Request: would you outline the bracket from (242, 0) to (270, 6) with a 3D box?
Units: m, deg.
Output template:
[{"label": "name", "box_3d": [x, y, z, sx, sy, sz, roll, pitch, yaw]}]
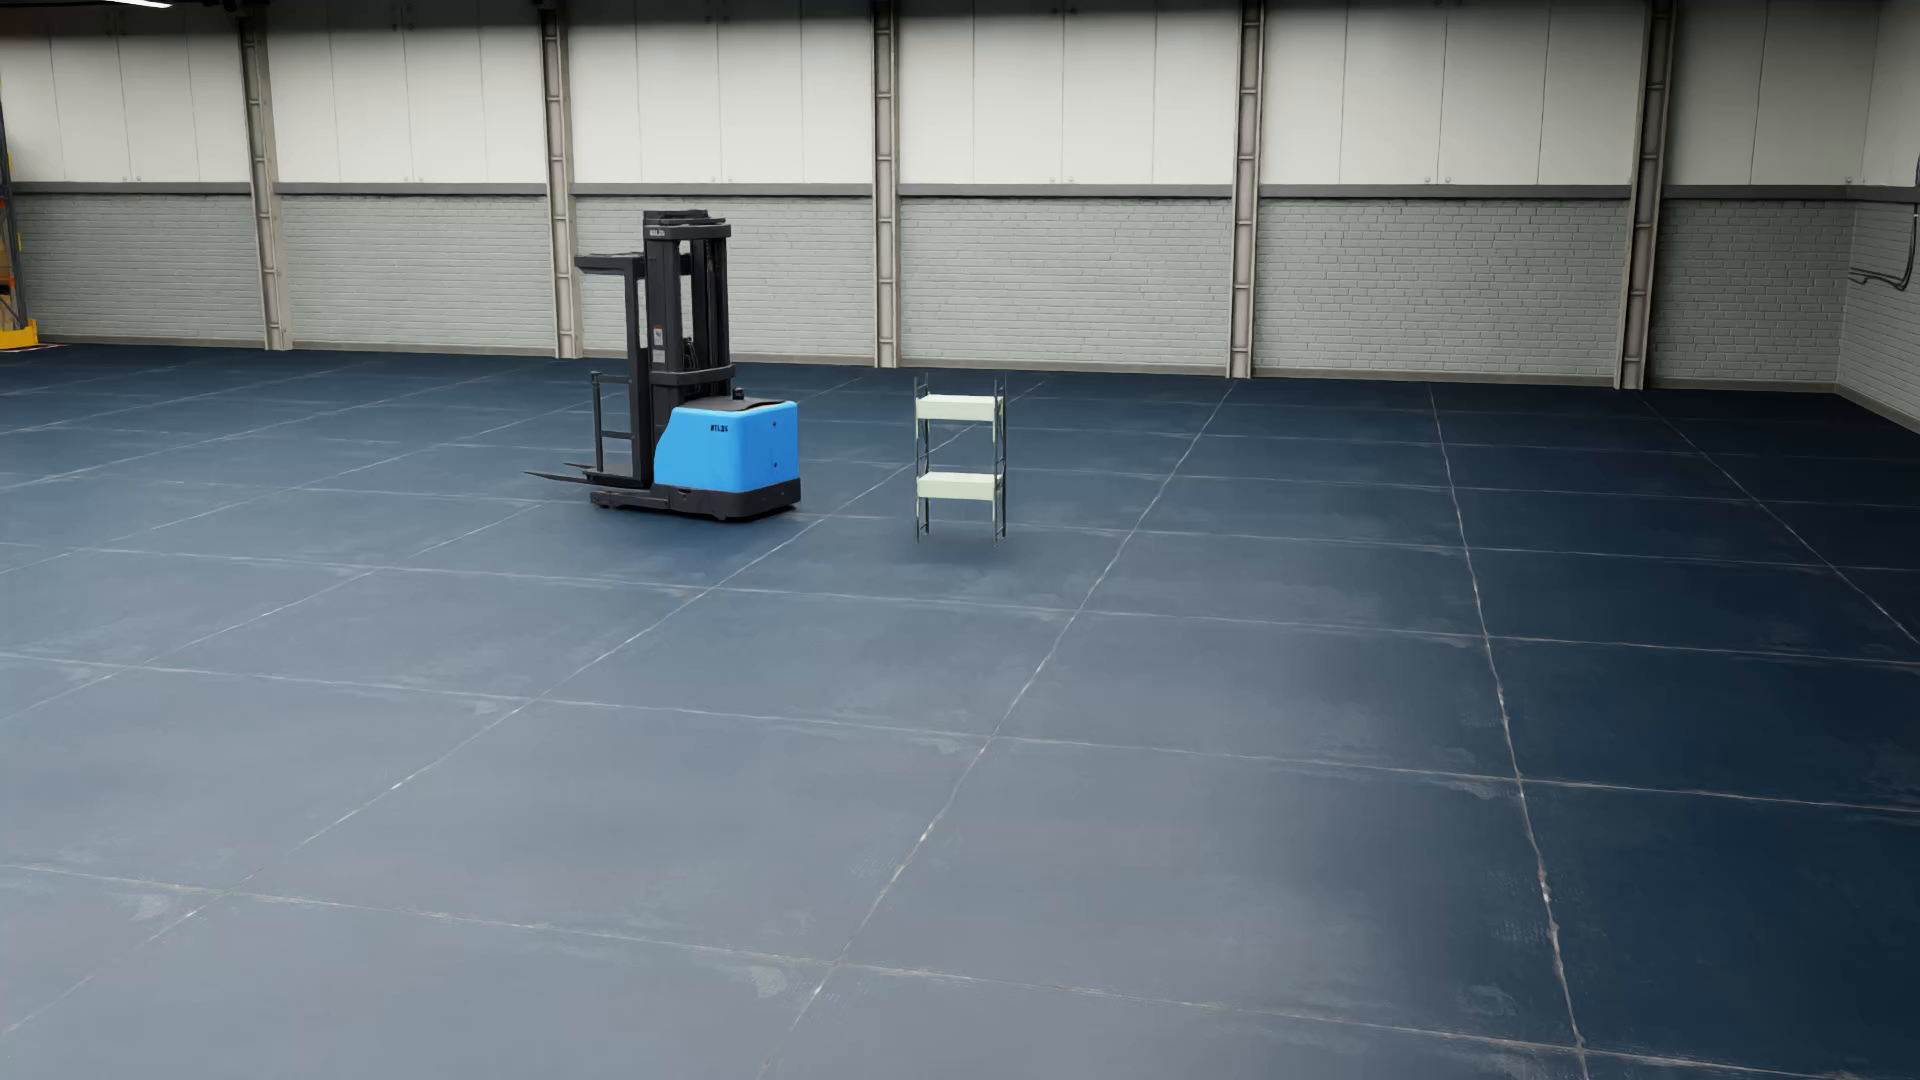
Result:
[{"label": "bracket", "box_3d": [-12.578, -9.666, 29.716, 0.430, 0.232, 0.235, 3, 13, 14]}]

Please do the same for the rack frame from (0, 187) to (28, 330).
[{"label": "rack frame", "box_3d": [-18.261, -5.162, 31.576, 0.127, 3.000, 1.000, 3, 13, 14]}]

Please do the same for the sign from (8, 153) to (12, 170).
[{"label": "sign", "box_3d": [-18.122, -7.208, 31.672, 0.005, 0.325, 0.100, 3, 13, 14]}]

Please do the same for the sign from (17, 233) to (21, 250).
[{"label": "sign", "box_3d": [-18.122, -5.740, 31.998, 0.005, 0.325, 0.100, 3, 13, 14]}]

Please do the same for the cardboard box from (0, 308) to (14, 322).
[{"label": "cardboard box", "box_3d": [-18.667, -4.337, 32.081, 0.500, 0.250, 0.500, 3, 13, 15]}]

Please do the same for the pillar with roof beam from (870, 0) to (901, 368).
[{"label": "pillar with roof beam", "box_3d": [-2.276, -6.477, 23.652, 0.548, 9.000, 9.100, 3, 13, 14]}]

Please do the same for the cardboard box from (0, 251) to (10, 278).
[{"label": "cardboard box", "box_3d": [-18.675, -5.295, 31.944, 0.500, 0.500, 0.500, 3, 13, 15]}]

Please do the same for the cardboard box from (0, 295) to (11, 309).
[{"label": "cardboard box", "box_3d": [-18.682, -4.578, 32.011, 0.500, 0.250, 0.500, 3, 13, 13]}]

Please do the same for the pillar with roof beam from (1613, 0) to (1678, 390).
[{"label": "pillar with roof beam", "box_3d": [9.374, -5.854, 20.845, 0.400, 9.000, 9.100, 3, 13, 14]}]

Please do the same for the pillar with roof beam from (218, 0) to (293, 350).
[{"label": "pillar with roof beam", "box_3d": [-13.927, -7.100, 26.459, 0.548, 9.000, 9.100, 3, 13, 14]}]

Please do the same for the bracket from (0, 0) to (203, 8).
[{"label": "bracket", "box_3d": [-15.885, -9.843, 30.513, 4.783, 0.066, 0.076, 3, 13, 14]}]

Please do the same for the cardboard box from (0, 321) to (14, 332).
[{"label": "cardboard box", "box_3d": [-18.691, -4.091, 32.128, 0.500, 0.250, 0.500, 3, 13, 14]}]

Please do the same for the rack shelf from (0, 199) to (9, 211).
[{"label": "rack shelf", "box_3d": [-20.202, -6.379, 31.796, 4.000, 0.370, 1.077, 3, 13, 14]}]

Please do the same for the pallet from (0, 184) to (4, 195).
[{"label": "pallet", "box_3d": [-18.941, -6.626, 31.450, 1.213, 0.211, 1.003, 3, 13, 14]}]

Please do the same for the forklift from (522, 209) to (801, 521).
[{"label": "forklift", "box_3d": [-3.128, -1.830, 16.716, 3.031, 2.935, 1.130, 7, 14, 30]}]

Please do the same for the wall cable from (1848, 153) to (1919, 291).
[{"label": "wall cable", "box_3d": [12.949, -4.813, 23.320, 0.112, 2.526, 3.097, 3, 13, 14]}]

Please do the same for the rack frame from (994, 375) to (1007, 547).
[{"label": "rack frame", "box_3d": [0.362, -0.713, 14.984, 0.023, 1.500, 0.400, 3, 13, 14]}]

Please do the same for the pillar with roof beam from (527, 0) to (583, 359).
[{"label": "pillar with roof beam", "box_3d": [-8.102, -6.789, 25.056, 0.548, 9.000, 9.100, 3, 13, 14]}]

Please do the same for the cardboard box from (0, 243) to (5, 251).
[{"label": "cardboard box", "box_3d": [-18.528, -5.600, 31.820, 0.250, 0.149, 0.380, 3, 13, 12]}]

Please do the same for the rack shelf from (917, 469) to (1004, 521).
[{"label": "rack shelf", "box_3d": [0.006, -0.414, 15.140, 0.720, 0.370, 0.431, 3, 13, 14]}]

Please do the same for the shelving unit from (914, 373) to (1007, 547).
[{"label": "shelving unit", "box_3d": [0.006, -0.732, 15.070, 0.755, 1.500, 0.431, 3, 13, 14]}]

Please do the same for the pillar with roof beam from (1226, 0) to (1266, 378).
[{"label": "pillar with roof beam", "box_3d": [3.549, -6.166, 22.249, 0.400, 9.000, 9.100, 3, 13, 14]}]

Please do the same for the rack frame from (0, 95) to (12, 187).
[{"label": "rack frame", "box_3d": [-18.261, -8.091, 30.926, 0.127, 3.000, 1.000, 3, 13, 14]}]

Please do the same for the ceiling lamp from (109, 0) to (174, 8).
[{"label": "ceiling lamp", "box_3d": [-12.600, -9.780, 25.060, 0.800, 3.185, 2.000, 3, 13, 14]}]

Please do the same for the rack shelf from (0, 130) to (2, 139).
[{"label": "rack shelf", "box_3d": [-20.202, -7.648, 31.515, 4.000, 0.370, 1.077, 3, 13, 14]}]

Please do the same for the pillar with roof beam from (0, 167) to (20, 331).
[{"label": "pillar with roof beam", "box_3d": [-19.752, -7.411, 27.863, 0.400, 9.000, 9.100, 3, 13, 14]}]

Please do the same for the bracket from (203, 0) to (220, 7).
[{"label": "bracket", "box_3d": [-13.383, -9.709, 29.910, 0.430, 0.232, 0.235, 3, 13, 14]}]

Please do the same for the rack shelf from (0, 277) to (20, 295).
[{"label": "rack shelf", "box_3d": [-20.202, -4.915, 32.121, 4.000, 0.370, 1.077, 3, 13, 14]}]

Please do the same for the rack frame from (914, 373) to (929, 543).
[{"label": "rack frame", "box_3d": [-0.349, -0.751, 15.155, 0.023, 1.500, 0.400, 3, 13, 14]}]

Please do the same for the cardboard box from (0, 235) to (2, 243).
[{"label": "cardboard box", "box_3d": [-18.536, -5.735, 31.743, 0.250, 0.149, 0.380, 3, 13, 12]}]

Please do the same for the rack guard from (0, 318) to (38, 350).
[{"label": "rack guard", "box_3d": [-18.237, -3.941, 31.841, 0.348, 0.500, 1.175, 3, 13, 14]}]

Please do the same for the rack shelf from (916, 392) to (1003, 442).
[{"label": "rack shelf", "box_3d": [0.006, -1.113, 14.985, 0.720, 0.370, 0.431, 3, 13, 14]}]
